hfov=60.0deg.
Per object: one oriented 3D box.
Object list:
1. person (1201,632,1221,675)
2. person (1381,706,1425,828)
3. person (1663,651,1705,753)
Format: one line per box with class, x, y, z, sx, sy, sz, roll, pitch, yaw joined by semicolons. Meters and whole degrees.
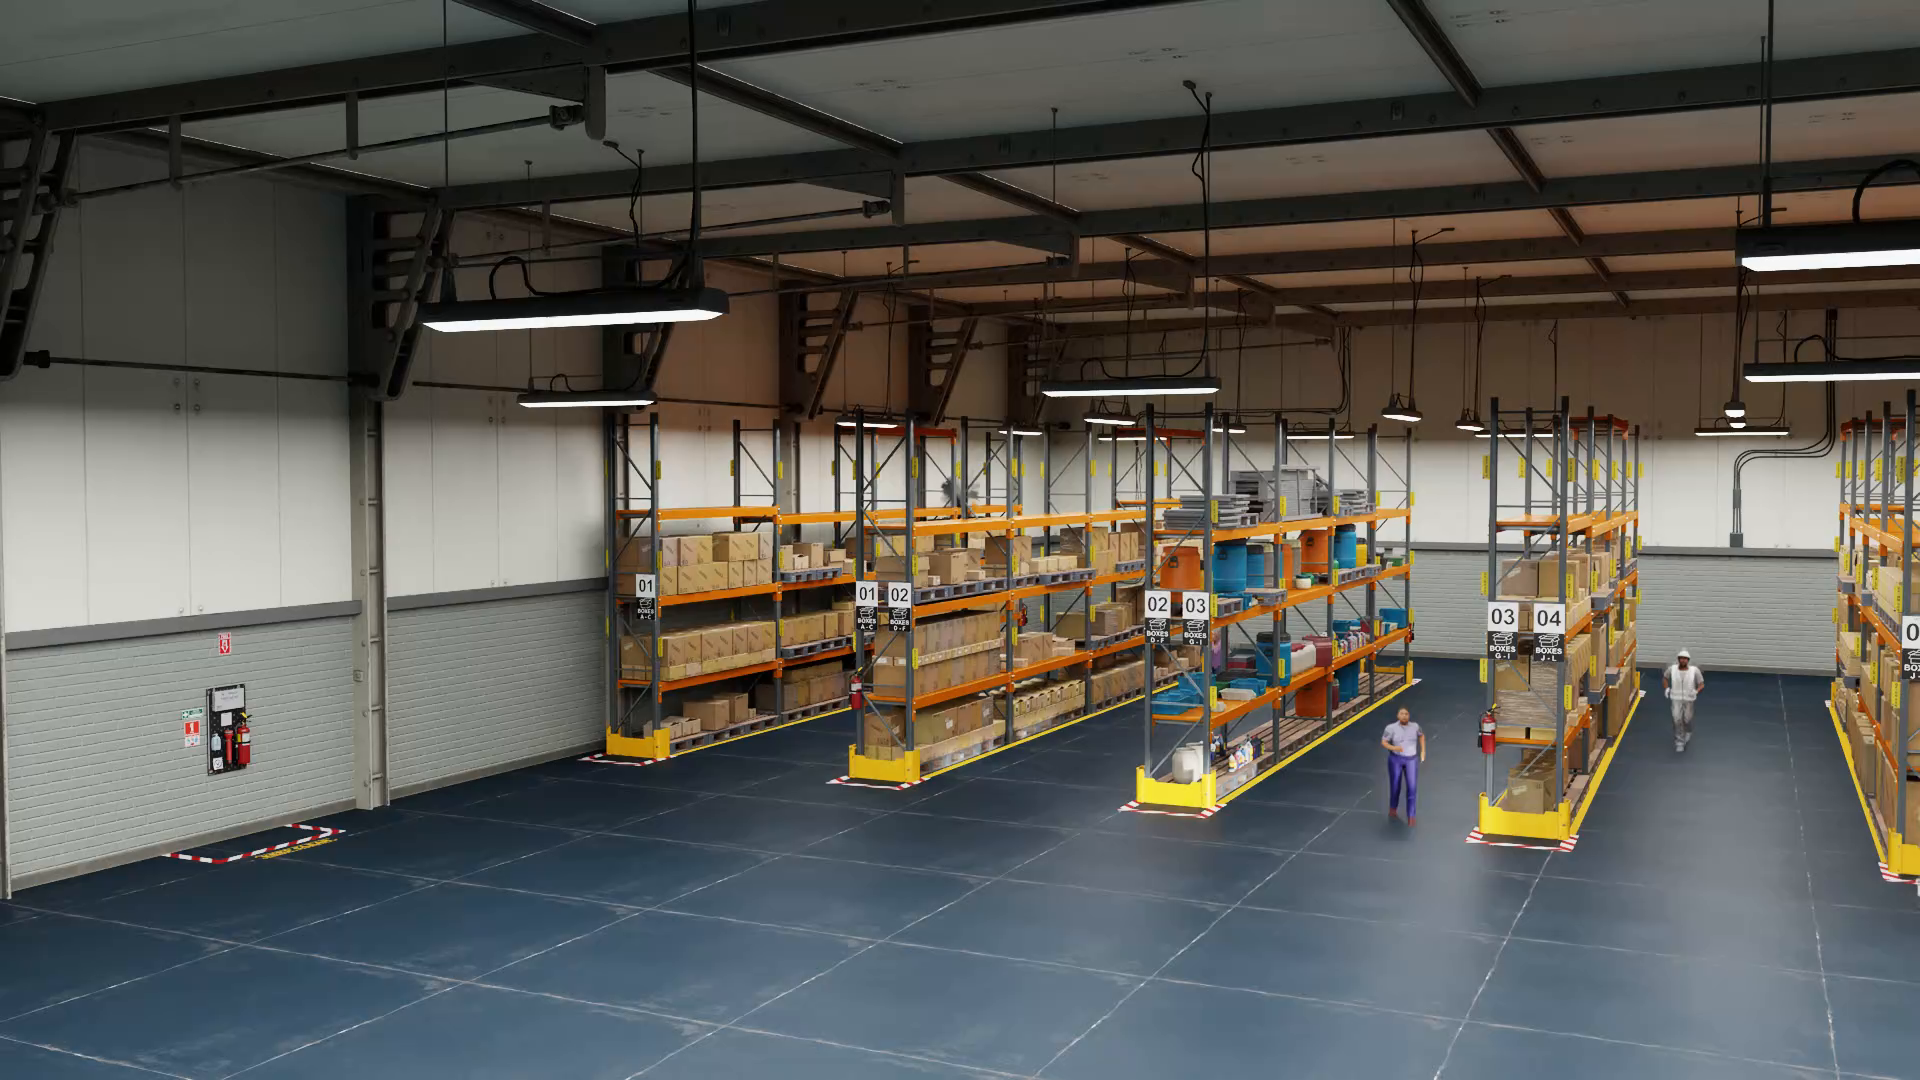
person;5.386;2.729;35.358;0.527;1.582;0.819;1;2;13
person;6.279;3.204;23.567;0.622;1.727;0.752;0;2;7
person;12.936;2.866;29.747;0.694;1.785;0.926;1;3;25
